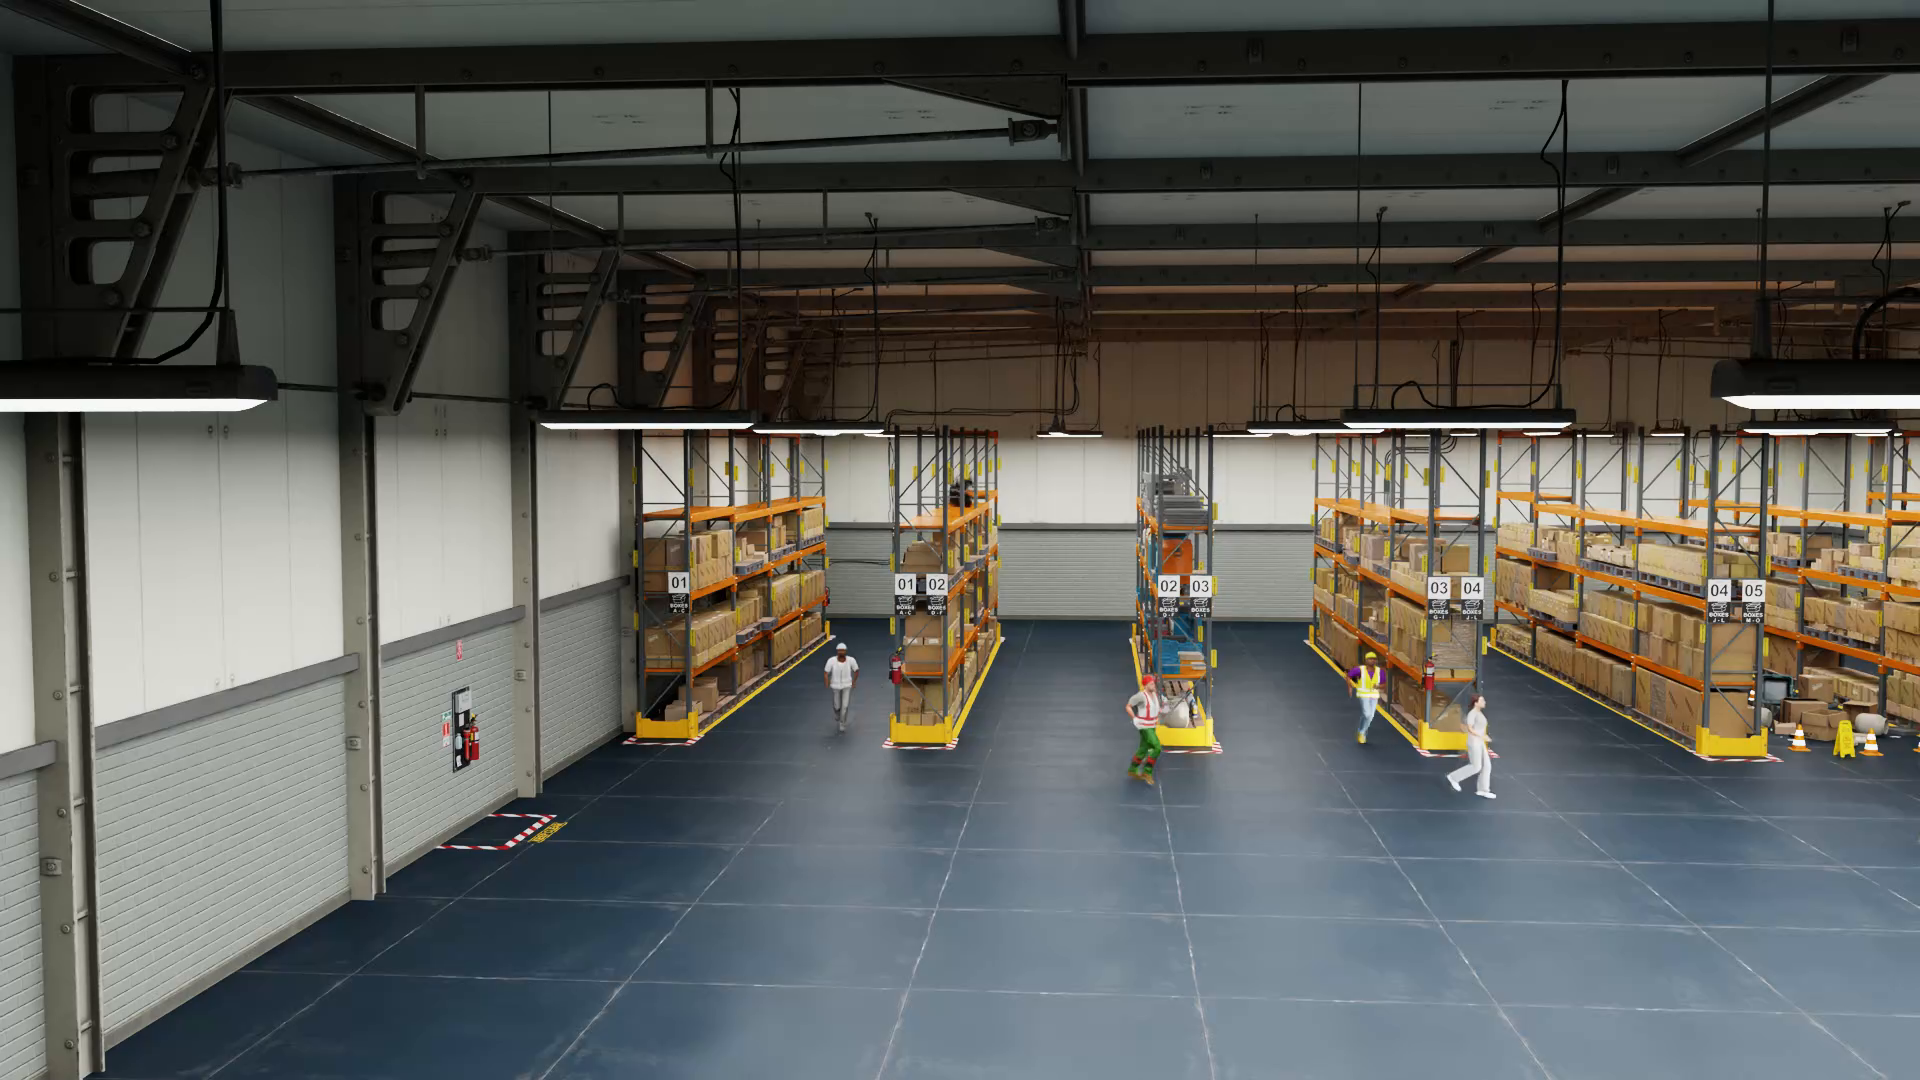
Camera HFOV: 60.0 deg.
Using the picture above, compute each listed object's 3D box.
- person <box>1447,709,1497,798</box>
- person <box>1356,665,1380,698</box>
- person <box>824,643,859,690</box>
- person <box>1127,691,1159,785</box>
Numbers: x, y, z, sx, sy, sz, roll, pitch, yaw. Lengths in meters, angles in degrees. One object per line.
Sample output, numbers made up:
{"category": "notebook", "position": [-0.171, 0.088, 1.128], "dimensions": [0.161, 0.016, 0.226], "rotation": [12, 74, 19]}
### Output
{"category": "person", "position": [8.253, 3.415, 26.756], "dimensions": [0.771, 1.421, 0.549], "rotation": [2, 4, 32]}
{"category": "person", "position": [7.704, 2.667, 31.304], "dimensions": [0.487, 0.623, 0.369], "rotation": [-1, 3, -10]}
{"category": "person", "position": [-2.327, 2.496, 32.765], "dimensions": [0.694, 0.919, 0.435], "rotation": [0, 3, -6]}
{"category": "person", "position": [3.078, 3.303, 27.855], "dimensions": [0.570, 1.569, 0.410], "rotation": [2, 4, 32]}
